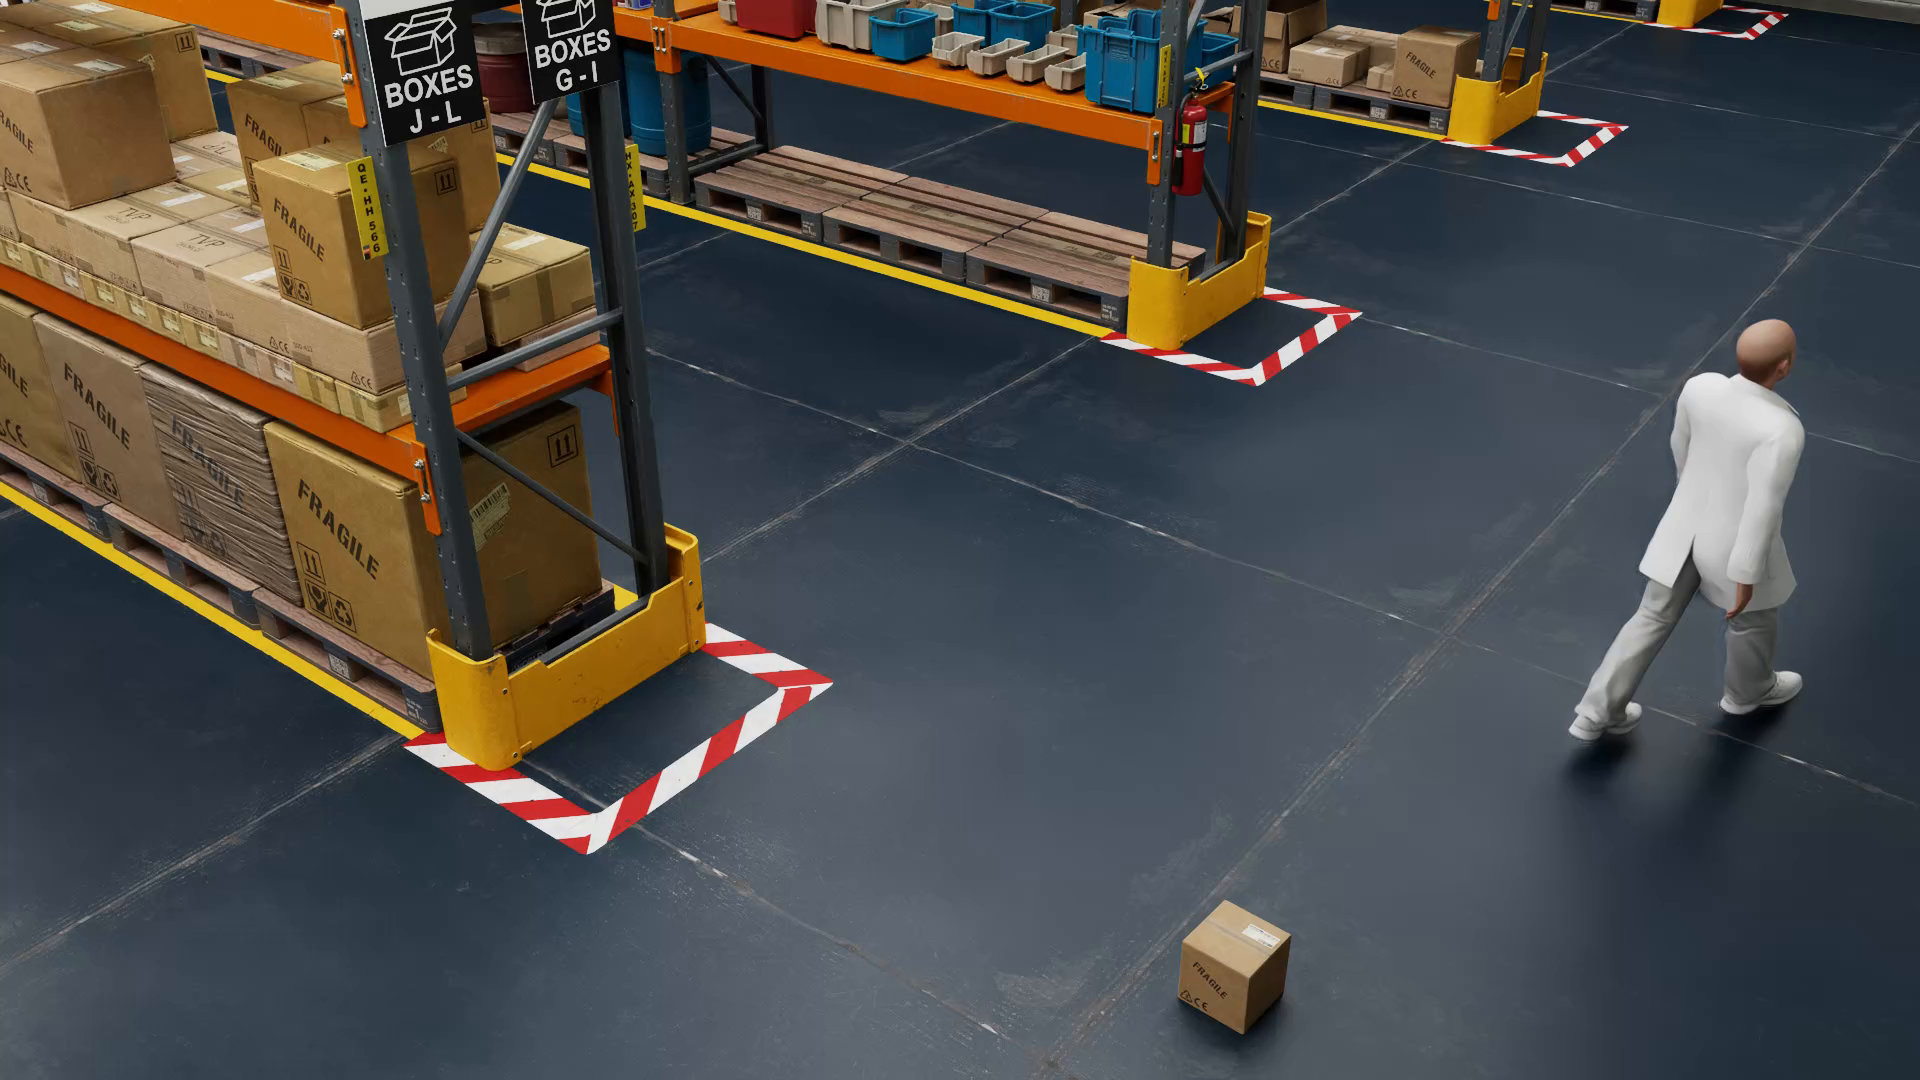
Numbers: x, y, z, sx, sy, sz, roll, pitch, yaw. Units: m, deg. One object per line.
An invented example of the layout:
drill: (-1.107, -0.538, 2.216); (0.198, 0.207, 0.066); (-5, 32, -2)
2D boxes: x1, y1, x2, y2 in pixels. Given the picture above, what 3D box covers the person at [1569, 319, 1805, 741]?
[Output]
person: (2.861, -0.045, 6.221); (1.111, 1.727, 0.616); (-16, 34, -25)
